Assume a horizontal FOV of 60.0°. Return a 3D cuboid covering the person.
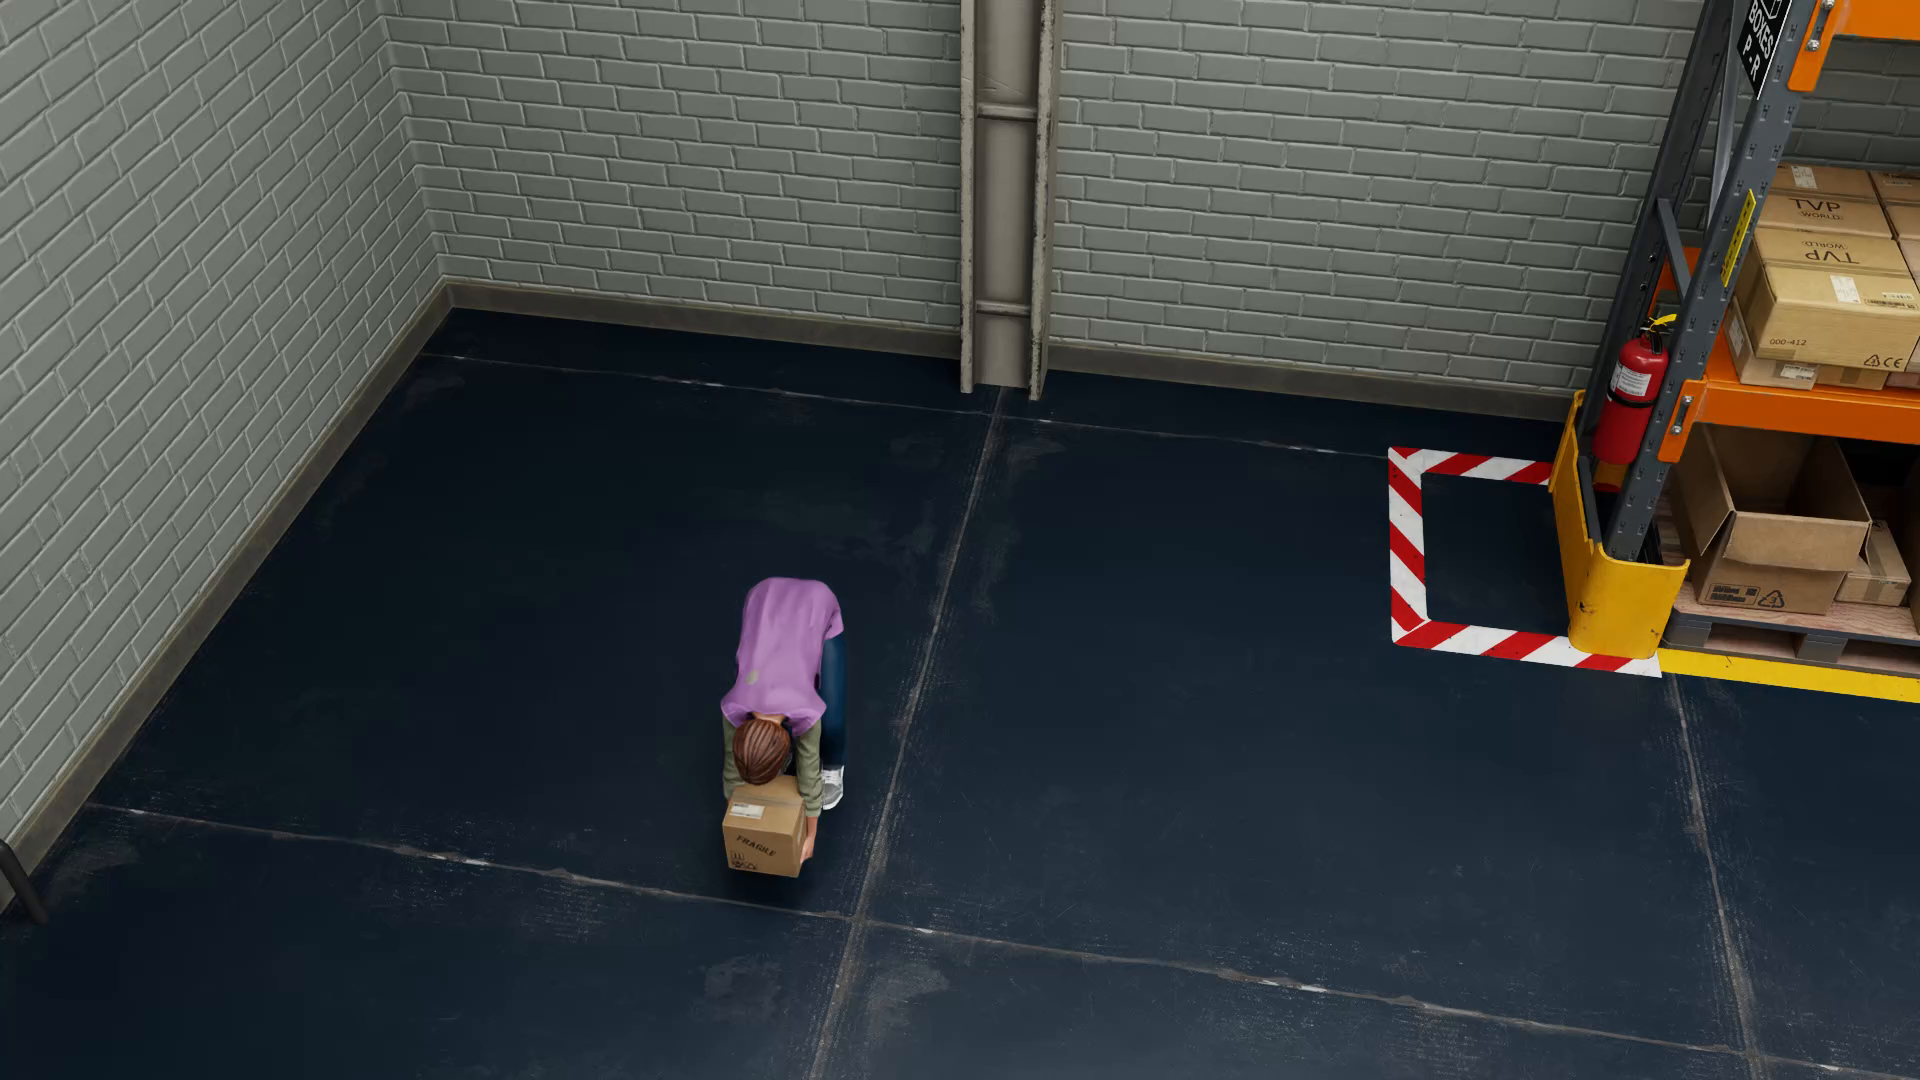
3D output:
[{"bbox_3d":[-0.623,0.674,5.888,0.411,0.948,0.866,5,41,6],"label":"person"}]
